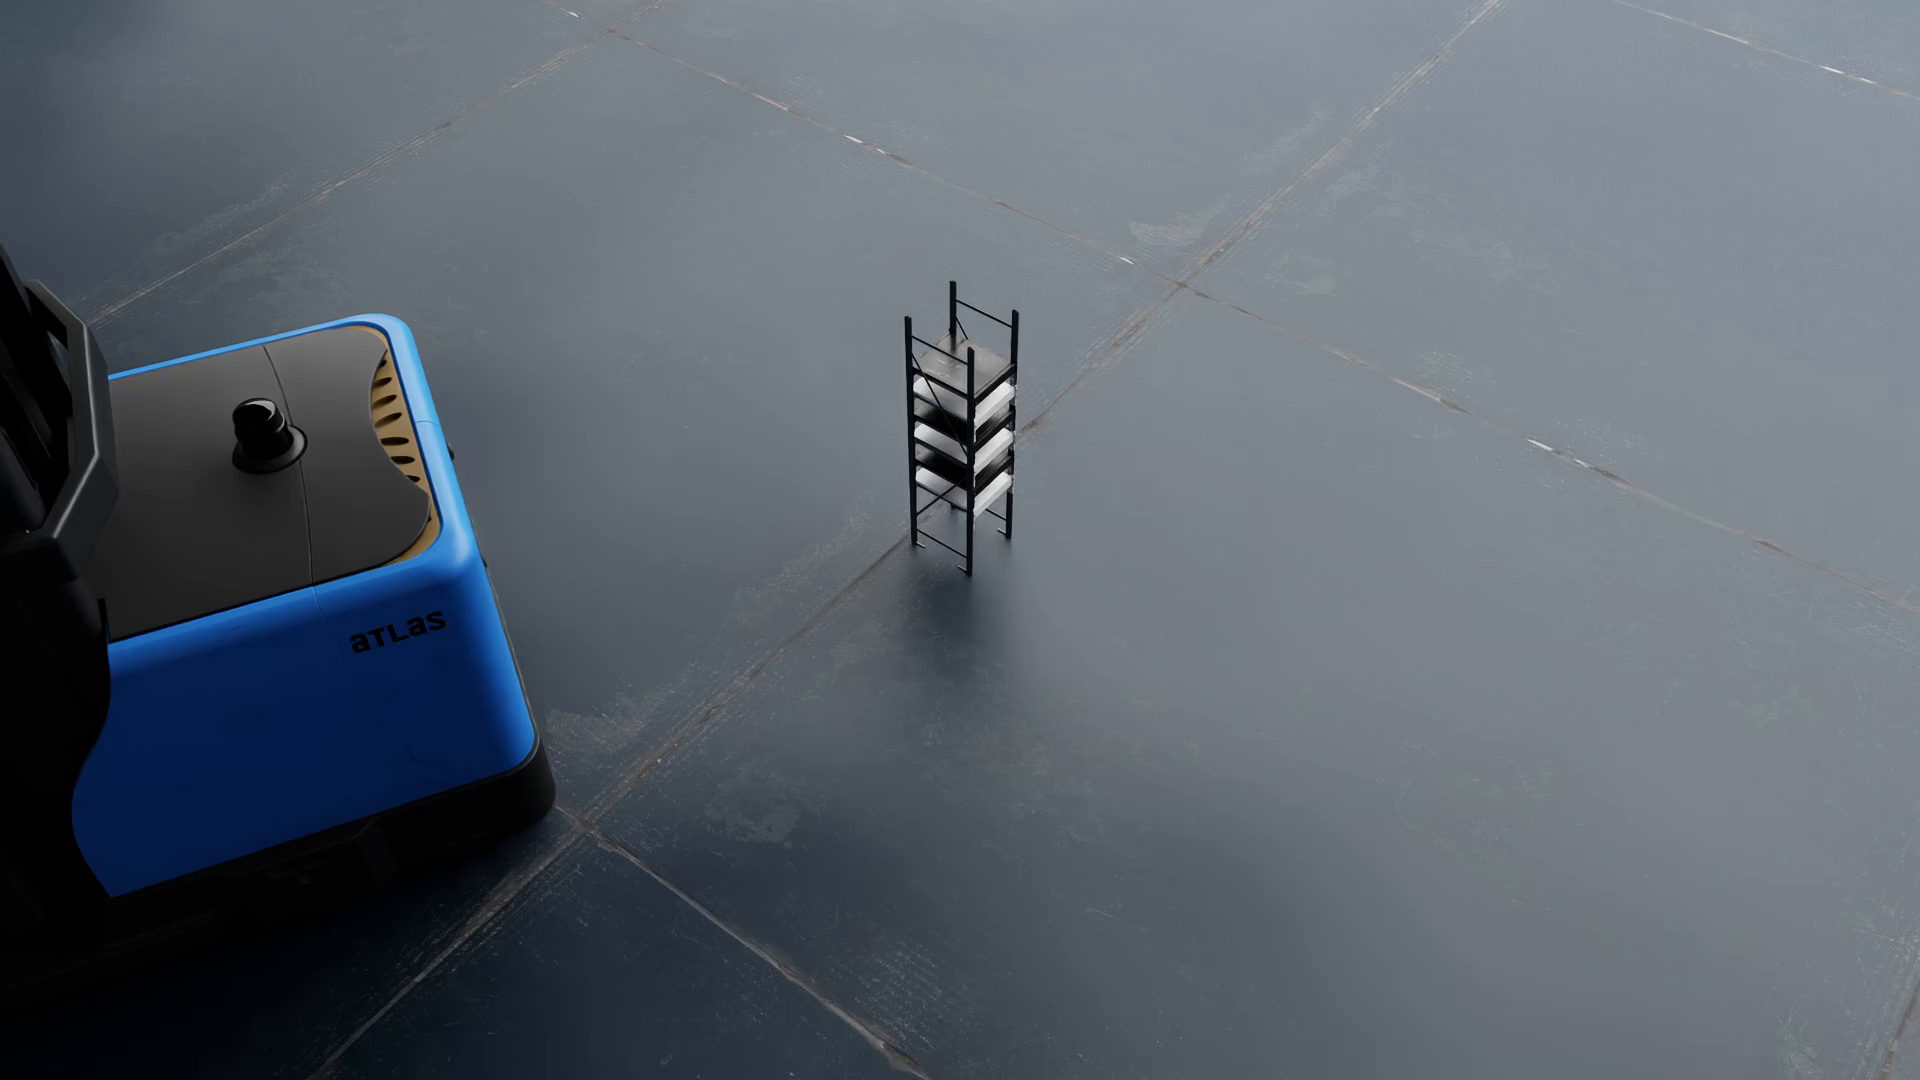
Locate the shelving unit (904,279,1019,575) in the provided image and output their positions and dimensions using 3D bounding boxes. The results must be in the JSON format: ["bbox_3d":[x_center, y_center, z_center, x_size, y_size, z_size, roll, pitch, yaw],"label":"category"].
[{"bbox_3d":[0.005,-0.315,4.929,0.258,0.900,0.210,29,53,25],"label":"shelving unit"}]

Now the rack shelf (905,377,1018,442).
[{"bbox_3d":[0.005,-0.417,4.823,0.258,0.077,0.200,29,53,25],"label":"rack shelf"}]

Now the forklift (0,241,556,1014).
[{"bbox_3d":[-2.658,-0.149,3.365,3.031,2.935,1.130,-17,49,-16],"label":"forklift"}]

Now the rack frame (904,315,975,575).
[{"bbox_3d":[-0.057,-0.257,4.873,0.240,0.900,0.006,29,53,25],"label":"rack frame"}]

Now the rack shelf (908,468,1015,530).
[{"bbox_3d":[0.005,-0.168,5.083,0.258,0.077,0.200,29,53,25],"label":"rack shelf"}]

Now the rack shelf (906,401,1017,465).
[{"bbox_3d":[0.005,-0.355,4.888,0.258,0.077,0.200,29,53,25],"label":"rack shelf"}]

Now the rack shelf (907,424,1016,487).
[{"bbox_3d":[0.005,-0.292,4.953,0.258,0.077,0.200,29,53,25],"label":"rack shelf"}]

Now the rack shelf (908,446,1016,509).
[{"bbox_3d":[0.005,-0.230,5.018,0.258,0.077,0.200,29,53,25],"label":"rack shelf"}]

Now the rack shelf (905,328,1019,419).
[{"bbox_3d":[0.005,-0.479,4.758,0.258,0.077,0.200,29,53,25],"label":"rack shelf"}]

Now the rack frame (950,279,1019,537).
[{"bbox_3d":[0.067,-0.374,4.985,0.240,0.900,0.006,29,53,25],"label":"rack frame"}]
